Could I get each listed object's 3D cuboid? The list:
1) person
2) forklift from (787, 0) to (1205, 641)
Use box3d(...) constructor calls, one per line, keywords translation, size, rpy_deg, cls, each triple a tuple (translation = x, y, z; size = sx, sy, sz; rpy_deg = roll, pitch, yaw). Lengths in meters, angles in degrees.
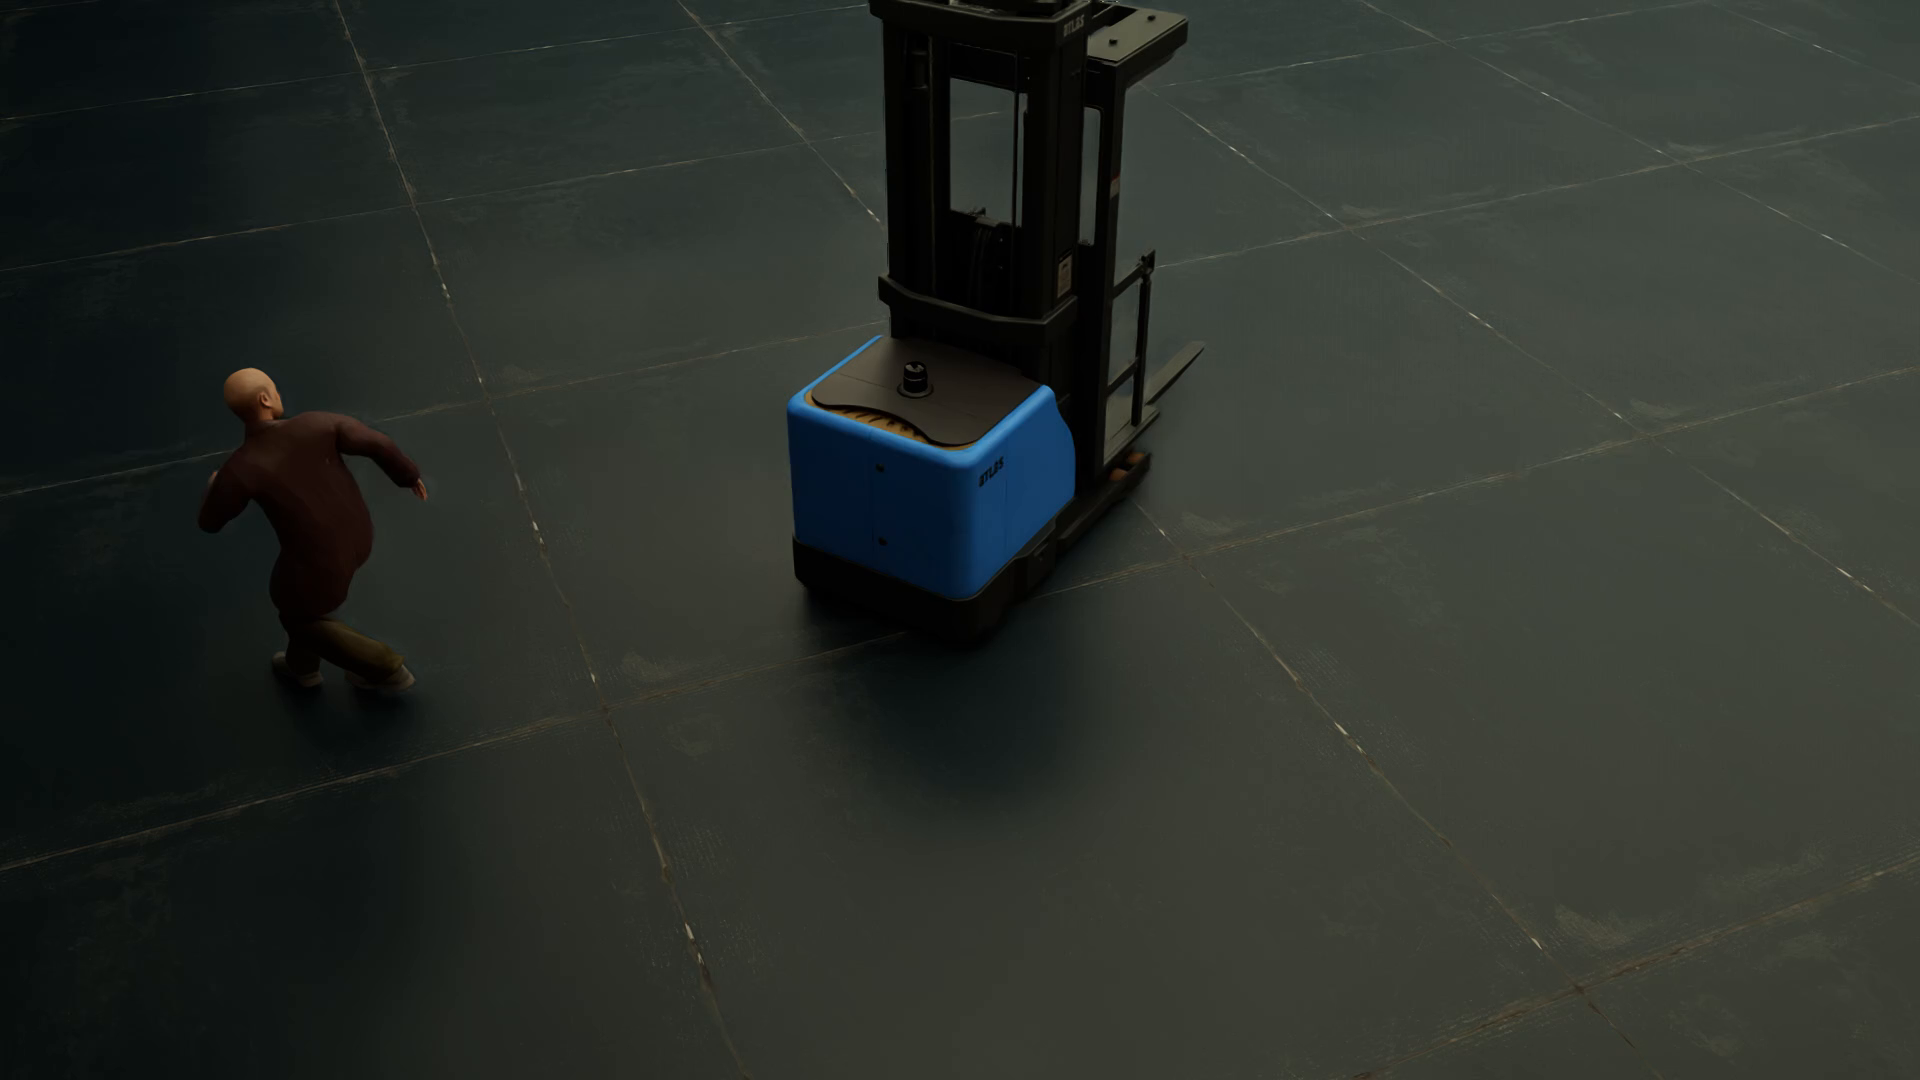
box3d(translation=(-2.849, -0.069, 7.339), size=(0.897, 1.649, 0.884), rpy_deg=(20, 40, 26), cls="person")
box3d(translation=(0.381, -1.541, 8.266), size=(1.130, 2.935, 3.031), rpy_deg=(20, 40, 25), cls="forklift")
